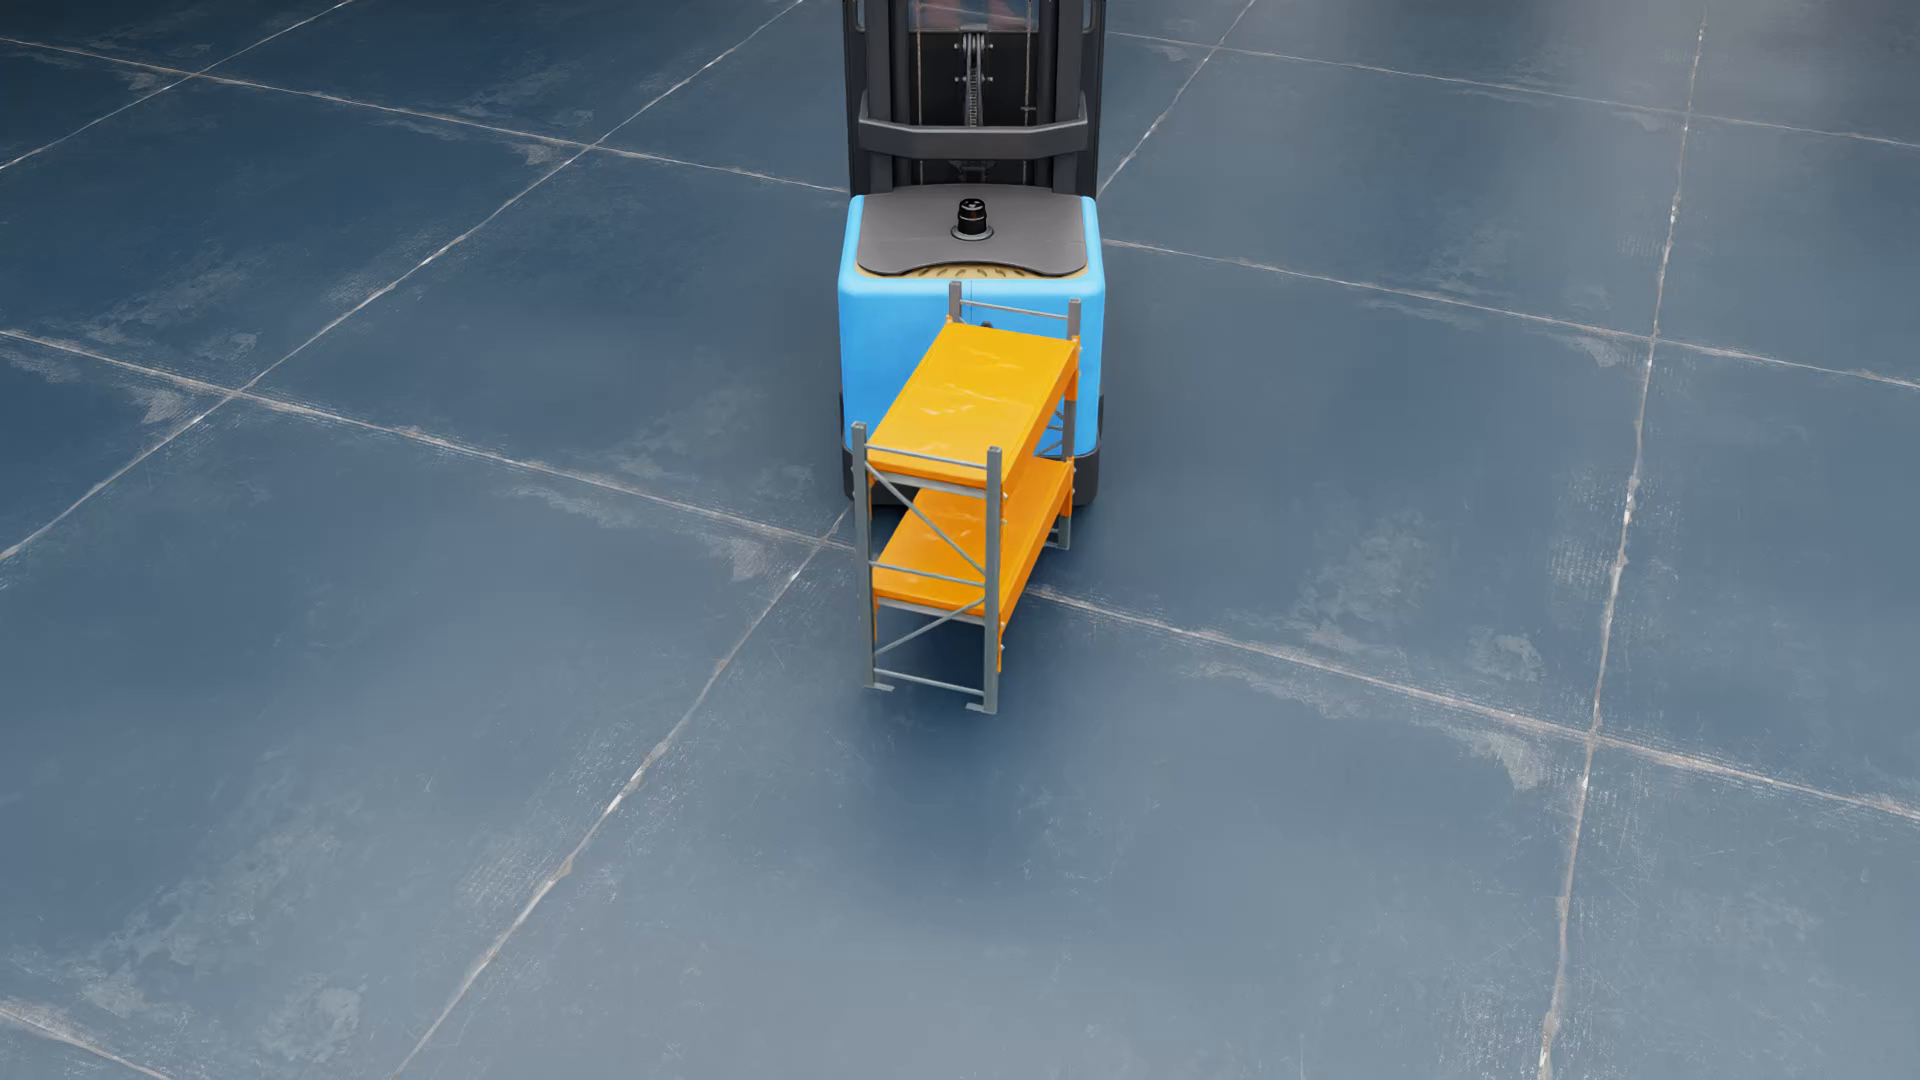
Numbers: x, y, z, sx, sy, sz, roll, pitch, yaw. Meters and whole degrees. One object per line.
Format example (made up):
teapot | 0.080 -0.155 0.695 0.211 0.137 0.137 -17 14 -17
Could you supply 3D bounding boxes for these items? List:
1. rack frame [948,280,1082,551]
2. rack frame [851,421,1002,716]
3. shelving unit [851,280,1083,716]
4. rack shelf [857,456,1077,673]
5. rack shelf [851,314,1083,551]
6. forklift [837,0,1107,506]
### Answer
rack frame | 0.200 -0.460 6.426 0.500 1.125 0.032 11 38 14
rack frame | -0.109 0.120 5.650 0.500 1.125 0.032 11 38 14
shelving unit | 0.046 -0.170 6.038 0.538 1.125 1.048 11 38 14
rack shelf | 0.046 0.026 6.185 0.538 0.278 1.000 11 38 14
rack shelf | 0.046 -0.405 5.863 0.538 0.278 1.000 11 38 14
forklift | 0.061 -2.165 7.198 1.130 2.935 3.031 0 37 1
